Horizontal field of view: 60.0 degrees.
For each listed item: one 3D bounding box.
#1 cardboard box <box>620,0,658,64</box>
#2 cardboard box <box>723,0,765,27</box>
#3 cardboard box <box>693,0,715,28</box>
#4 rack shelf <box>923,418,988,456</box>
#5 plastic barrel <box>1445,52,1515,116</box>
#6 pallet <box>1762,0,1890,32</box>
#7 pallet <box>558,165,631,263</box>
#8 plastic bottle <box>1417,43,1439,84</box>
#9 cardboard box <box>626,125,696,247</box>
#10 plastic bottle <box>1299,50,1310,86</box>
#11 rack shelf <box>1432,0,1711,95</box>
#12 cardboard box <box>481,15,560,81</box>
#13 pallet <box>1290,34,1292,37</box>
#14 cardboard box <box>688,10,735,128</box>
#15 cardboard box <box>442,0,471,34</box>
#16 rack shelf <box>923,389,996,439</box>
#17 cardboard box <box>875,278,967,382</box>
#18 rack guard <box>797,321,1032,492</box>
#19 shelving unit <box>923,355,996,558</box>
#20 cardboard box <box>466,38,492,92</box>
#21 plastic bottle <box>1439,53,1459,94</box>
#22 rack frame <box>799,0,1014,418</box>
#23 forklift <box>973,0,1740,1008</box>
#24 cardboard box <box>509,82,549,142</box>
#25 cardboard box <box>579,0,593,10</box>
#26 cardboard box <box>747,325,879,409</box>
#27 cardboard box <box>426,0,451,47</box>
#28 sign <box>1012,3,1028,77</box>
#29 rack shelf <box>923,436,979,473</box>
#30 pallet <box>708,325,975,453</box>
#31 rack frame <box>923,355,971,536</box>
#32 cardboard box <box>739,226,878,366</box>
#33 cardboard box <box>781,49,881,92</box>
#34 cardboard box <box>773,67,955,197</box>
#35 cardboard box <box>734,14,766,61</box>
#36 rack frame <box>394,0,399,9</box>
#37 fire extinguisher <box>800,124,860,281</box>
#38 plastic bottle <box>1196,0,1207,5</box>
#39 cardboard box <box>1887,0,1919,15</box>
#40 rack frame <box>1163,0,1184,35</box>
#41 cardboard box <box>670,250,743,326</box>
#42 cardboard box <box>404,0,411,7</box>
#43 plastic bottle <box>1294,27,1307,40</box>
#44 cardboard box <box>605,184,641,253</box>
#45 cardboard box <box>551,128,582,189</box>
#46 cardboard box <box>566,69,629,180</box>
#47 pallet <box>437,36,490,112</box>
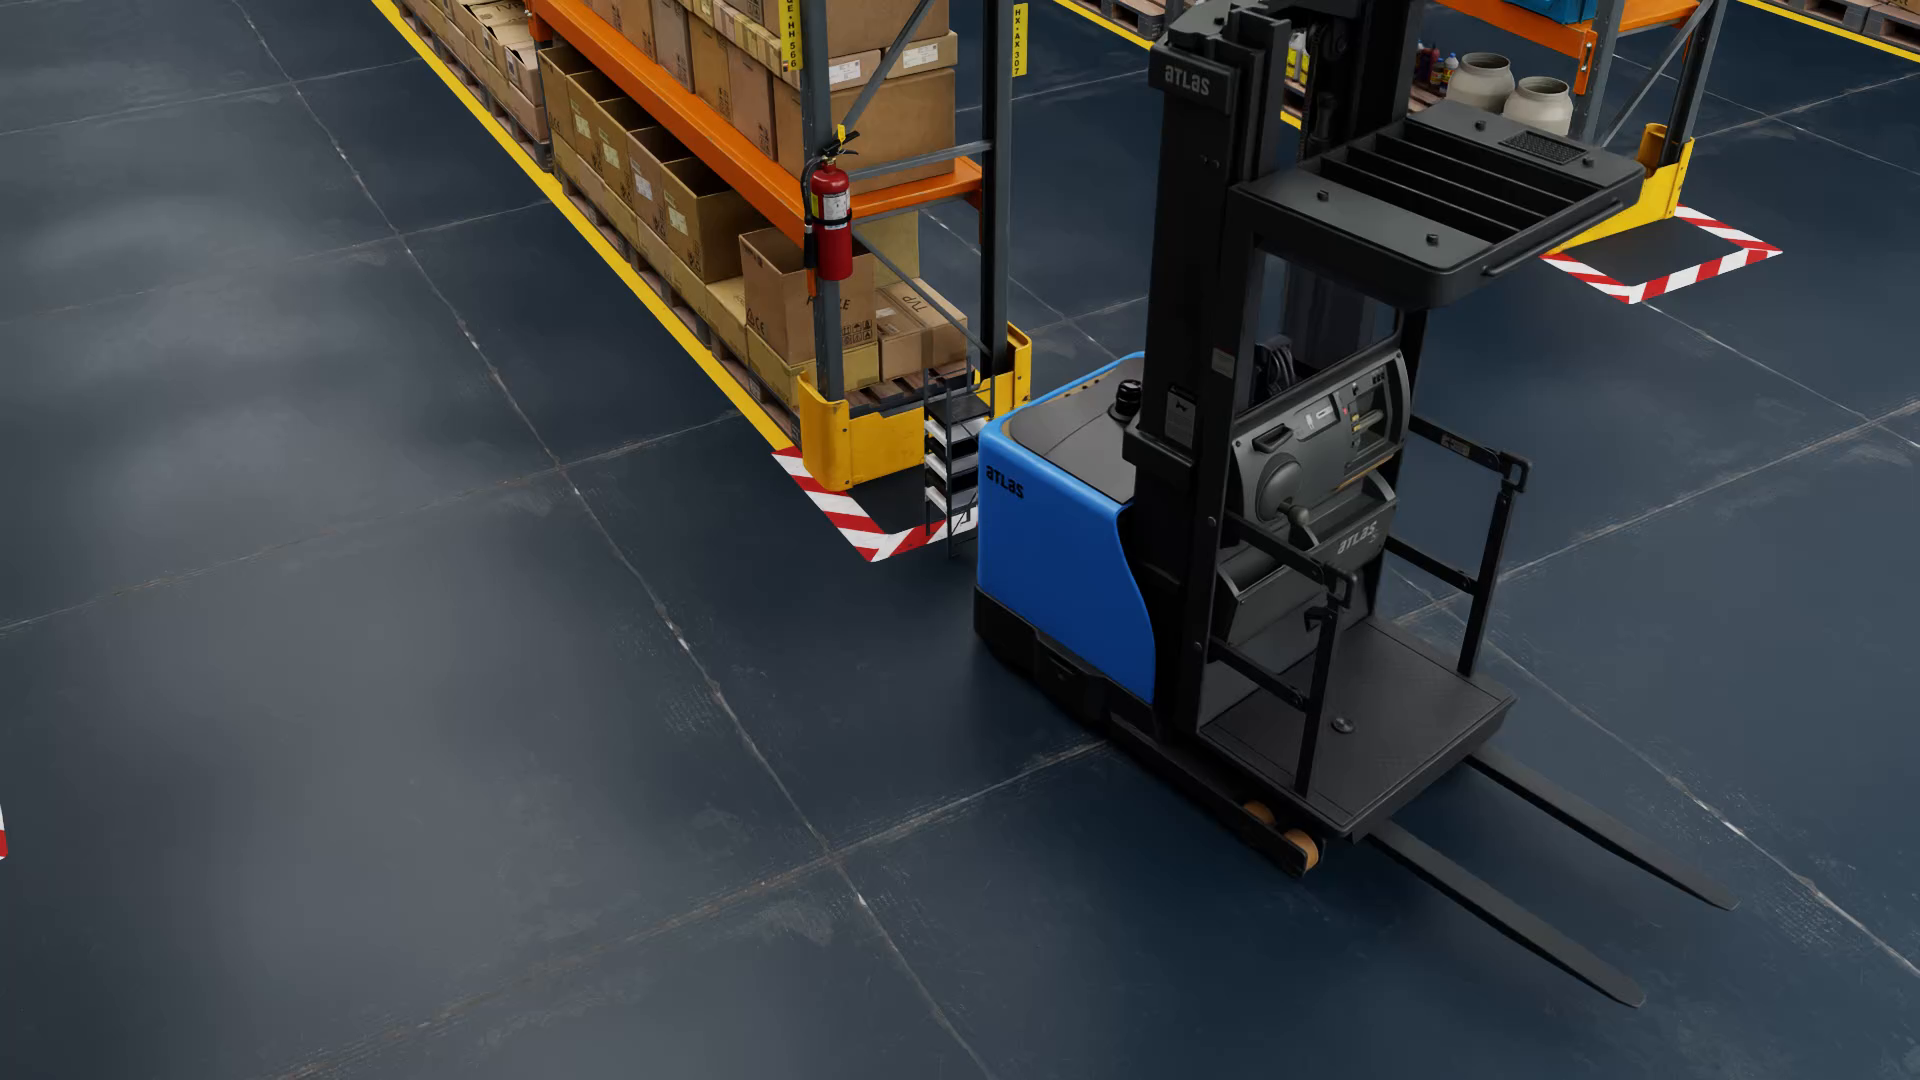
[{"bbox_3d":[-1.487,-3.035,9.278,0.700,0.500,0.500,-18,40,-23],"label":"cardboard box"},{"bbox_3d":[-0.744,-2.803,7.860,0.700,0.500,0.500,-20,41,-25],"label":"cardboard box"},{"bbox_3d":[-1.099,-2.670,8.228,0.380,0.149,0.250,-18,40,-23],"label":"cardboard box"},{"bbox_3d":[-0.004,-0.486,7.404,0.258,0.077,0.200,-19,40,-24],"label":"rack shelf"},{"bbox_3d":[3.412,-2.903,10.935,0.421,0.512,0.421,0,36,0],"label":"plastic barrel"},{"bbox_3d":[7.318,-4.596,13.864,1.003,0.211,1.213,-19,40,-24],"label":"pallet"},{"bbox_3d":[-1.871,-2.199,10.582,1.003,0.211,1.213,-19,40,-24],"label":"pallet"},{"bbox_3d":[3.321,-3.388,11.775,0.061,0.283,0.133,-18,40,-23],"label":"plastic bottle"},{"bbox_3d":[-1.516,-2.012,9.301,0.500,0.500,0.500,-19,40,-24],"label":"cardboard box"},{"bbox_3d":[2.499,-3.375,11.700,0.144,0.351,0.185,-17,40,-22],"label":"plastic bottle"},{"bbox_3d":[3.055,-3.899,11.155,1.077,0.370,4.000,-19,40,-24],"label":"rack shelf"},{"bbox_3d":[-2.952,-3.414,11.381,0.500,0.311,0.500,-18,40,-23],"label":"cardboard box"},{"bbox_3d":[2.352,-3.728,12.676,1.003,0.211,1.213,-19,40,-24],"label":"pallet"},{"bbox_3d":[-0.960,-2.507,8.555,0.700,0.500,0.500,-19,40,-24],"label":"cardboard box"},{"bbox_3d":[-3.450,-3.927,12.083,0.500,0.311,0.500,-19,40,-24],"label":"cardboard box"},{"bbox_3d":[-0.004,-0.559,7.350,0.258,0.077,0.200,-19,40,-24],"label":"rack shelf"},{"bbox_3d":[-0.302,-1.102,8.691,0.500,0.250,0.500,-19,40,-24],"label":"cardboard box"},{"bbox_3d":[-0.212,-0.682,8.260,1.175,0.500,0.348,-19,40,-24],"label":"rack guard"},{"bbox_3d":[-0.004,-0.367,7.490,0.258,0.900,0.210,-19,40,-24],"label":"shelving unit"},{"bbox_3d":[-3.203,-3.447,11.902,0.500,0.250,0.500,-18,40,-23],"label":"cardboard box"},{"bbox_3d":[3.419,-3.262,11.614,0.097,0.271,0.097,0,36,0],"label":"plastic bottle"},{"bbox_3d":[-0.225,-1.704,7.539,1.000,3.000,0.127,-19,40,-24],"label":"rack frame"},{"bbox_3d":[1.411,-0.303,5.680,1.130,2.935,3.031,-28,44,-32],"label":"forklift"},{"bbox_3d":[-2.693,-2.928,11.191,0.500,0.250,0.500,-19,40,-24],"label":"cardboard box"},{"bbox_3d":[-2.006,-3.559,9.995,0.700,0.500,0.500,-20,41,-25],"label":"cardboard box"},{"bbox_3d":[-0.749,-0.949,8.481,0.500,0.250,0.500,-19,40,-24],"label":"cardboard box"},{"bbox_3d":[-3.715,-3.969,12.616,0.500,0.250,0.500,-20,41,-25],"label":"cardboard box"},{"bbox_3d":[0.258,-2.246,7.481,0.100,0.325,0.005,-19,40,-24],"label":"sign"},{"bbox_3d":[-0.004,-0.413,7.457,0.258,0.077,0.200,-19,40,-24],"label":"rack shelf"},{"bbox_3d":[-0.645,-0.955,8.879,1.003,0.211,1.213,-19,40,-24],"label":"pallet"},{"bbox_3d":[-0.055,-0.419,7.561,0.240,0.900,0.006,-19,40,-24],"label":"rack frame"},{"bbox_3d":[-0.751,-1.251,8.259,0.500,0.500,0.500,-19,40,-24],"label":"cardboard box"},{"bbox_3d":[-0.581,-2.144,7.508,0.380,0.149,0.250,-20,40,-25],"label":"cardboard box"},{"bbox_3d":[-0.448,-1.986,7.841,0.700,0.500,0.500,-19,40,-24],"label":"cardboard box"},{"bbox_3d":[-0.843,-2.408,7.869,0.380,0.149,0.250,-20,40,-25],"label":"cardboard box"},{"bbox_3d":[-4.244,-5.783,13.125,1.000,3.000,0.127,-19,40,-24],"label":"rack frame"},{"bbox_3d":[-0.567,-1.474,7.291,0.296,0.674,0.183,-19,40,-24],"label":"fire extinguisher"},{"bbox_3d":[1.832,-3.993,12.614,0.097,0.271,0.097,0,36,0],"label":"plastic bottle"},{"bbox_3d":[7.713,-4.415,13.015,0.500,0.500,0.500,-9,37,-12],"label":"cardboard box"},{"bbox_3d":[2.051,-5.209,12.339,1.000,3.000,0.127,-19,40,-24],"label":"rack frame"},{"bbox_3d":[-1.264,-1.455,9.174,0.500,0.250,0.500,-19,40,-24],"label":"cardboard box"},{"bbox_3d":[-4.235,-4.488,13.327,0.500,0.250,0.500,-19,40,-24],"label":"cardboard box"},{"bbox_3d":[2.604,-3.889,12.468,0.152,0.276,0.135,-19,40,-24],"label":"plastic bottle"},{"bbox_3d":[-1.770,-1.963,9.870,0.500,0.250,0.500,-19,40,-24],"label":"cardboard box"},{"bbox_3d":[-2.263,-2.476,10.572,0.500,0.250,0.500,-19,40,-24],"label":"cardboard box"},{"bbox_3d":[-2.014,-2.523,10.001,0.500,0.500,0.500,-19,40,-24],"label":"cardboard box"},{"bbox_3d":[-3.255,-3.604,12.506,1.003,0.211,1.213,-19,40,-24],"label":"pallet"}]
